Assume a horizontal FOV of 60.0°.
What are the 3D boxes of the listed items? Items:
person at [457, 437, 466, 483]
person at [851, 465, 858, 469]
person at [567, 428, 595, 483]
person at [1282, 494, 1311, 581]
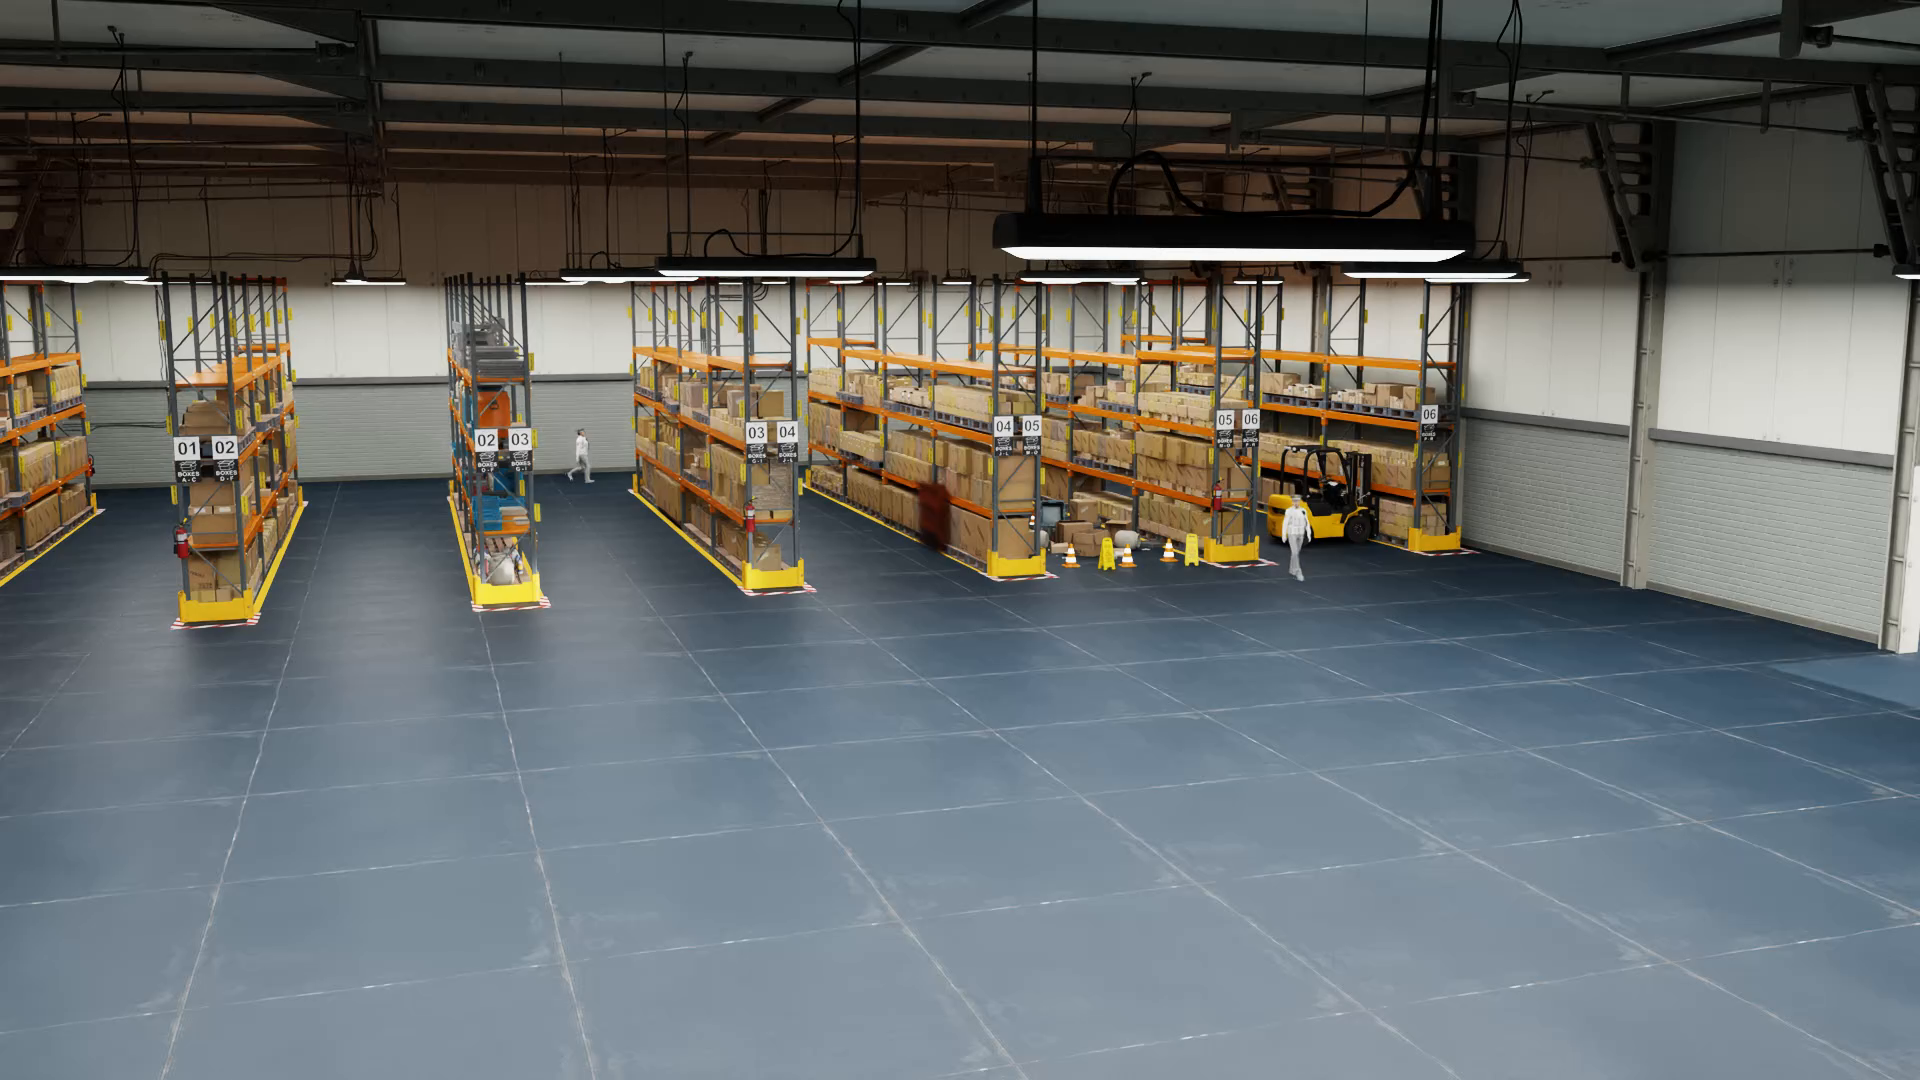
[{"bbox_3d":[-14.030,-2.235,46.816,0.527,1.787,0.574,-3,9,-22],"label":"person"},{"bbox_3d":[-3.139,-3.107,52.812,1.109,1.735,0.547,-5,10,-31],"label":"person"},{"bbox_3d":[-11.229,-2.513,49.152,0.829,1.634,0.470,-1,9,-6],"label":"person"},{"bbox_3d":[6.724,-0.071,33.090,0.508,1.692,0.752,-3,9,-17],"label":"person"}]
